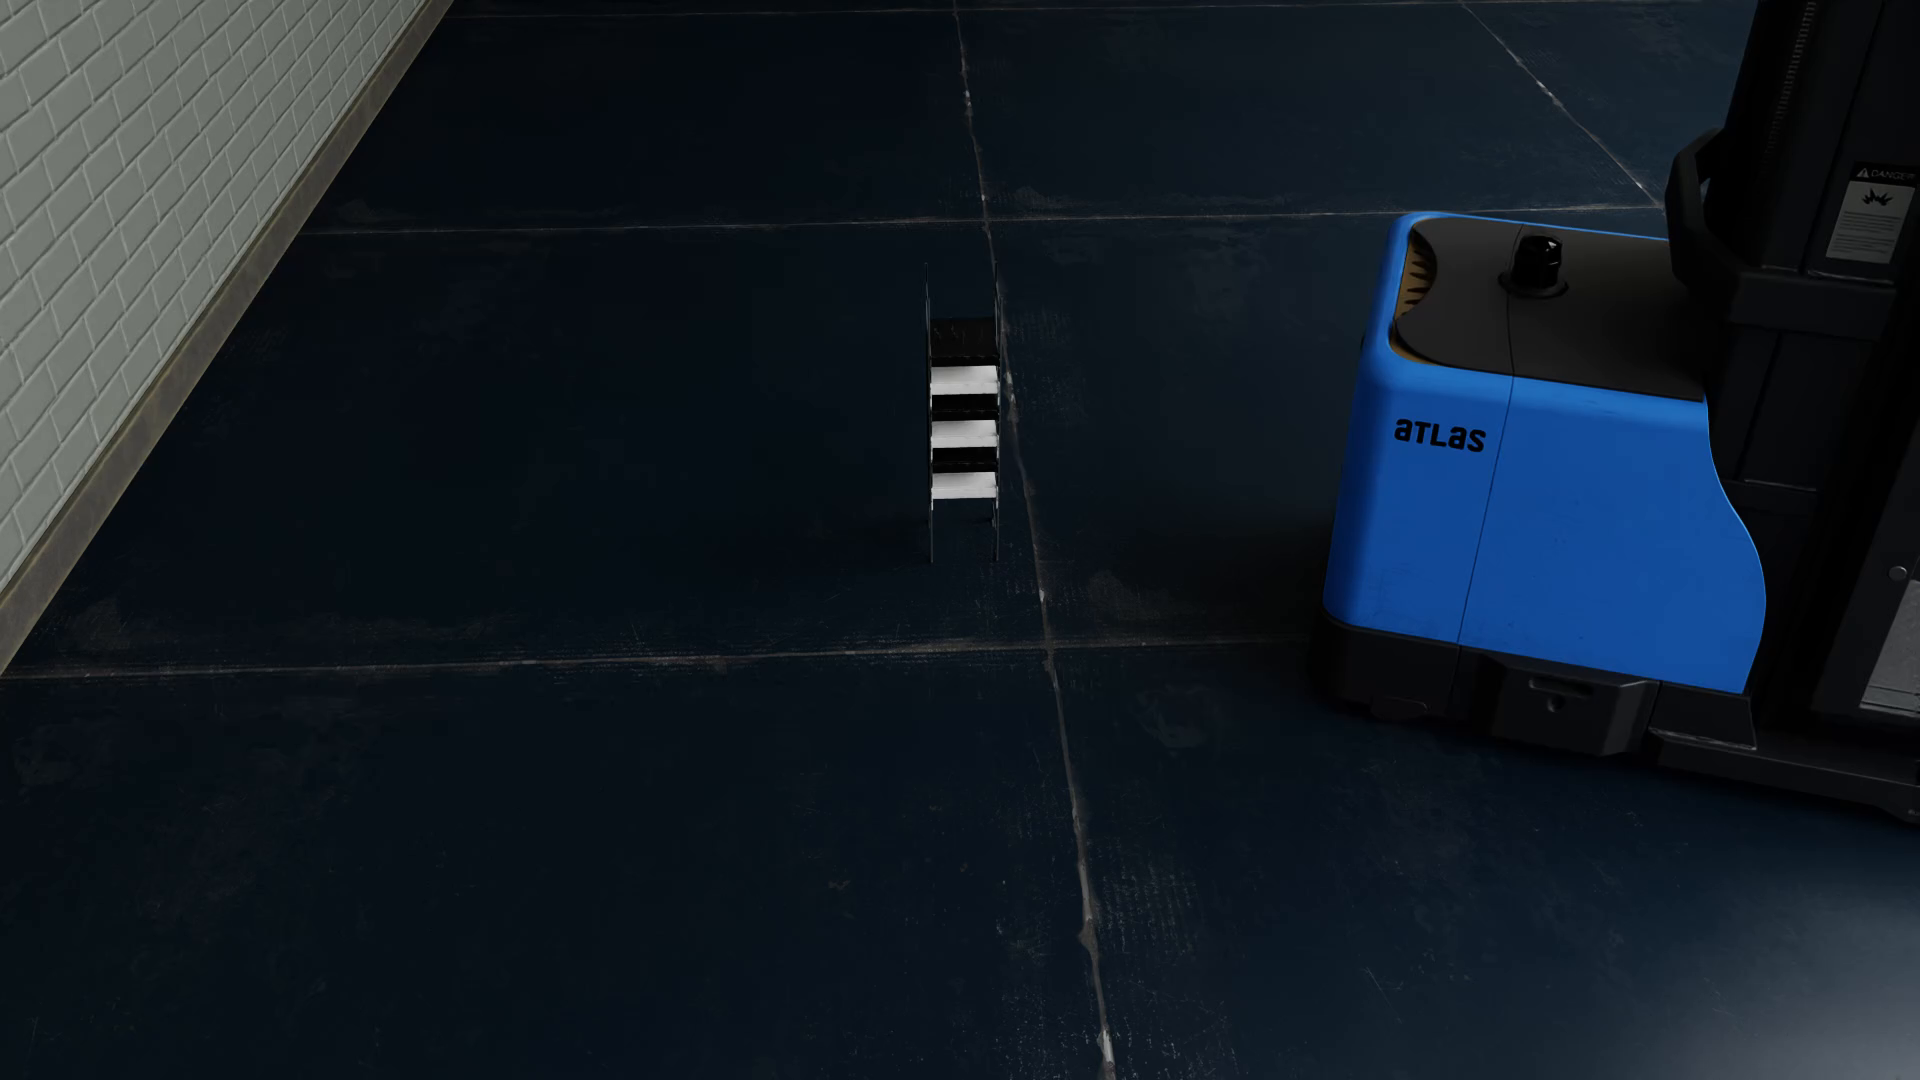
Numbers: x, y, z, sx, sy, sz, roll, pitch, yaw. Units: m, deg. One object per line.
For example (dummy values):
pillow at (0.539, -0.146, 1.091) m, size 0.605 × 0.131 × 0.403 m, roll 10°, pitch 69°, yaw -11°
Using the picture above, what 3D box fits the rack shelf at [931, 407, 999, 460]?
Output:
rack shelf at (0.008, -0.343, 5.013) m, size 0.200 × 0.077 × 0.258 m, roll -2°, pitch 35°, yaw -2°

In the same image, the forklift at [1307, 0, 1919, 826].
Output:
forklift at (2.532, -0.766, 3.782) m, size 3.031 × 2.935 × 1.130 m, roll 10°, pitch 36°, yaw 14°

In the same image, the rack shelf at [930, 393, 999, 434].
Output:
rack shelf at (0.008, -0.417, 4.962) m, size 0.200 × 0.077 × 0.258 m, roll -2°, pitch 35°, yaw -2°

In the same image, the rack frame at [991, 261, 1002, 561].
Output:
rack frame at (0.110, -0.373, 4.998) m, size 0.006 × 0.900 × 0.240 m, roll -2°, pitch 35°, yaw -2°

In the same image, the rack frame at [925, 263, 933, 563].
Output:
rack frame at (-0.093, -0.368, 4.990) m, size 0.006 × 0.900 × 0.240 m, roll -2°, pitch 35°, yaw -2°

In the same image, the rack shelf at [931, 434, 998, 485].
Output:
rack shelf at (0.008, -0.269, 5.064) m, size 0.200 × 0.077 × 0.258 m, roll -2°, pitch 35°, yaw -2°

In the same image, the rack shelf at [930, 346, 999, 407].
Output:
rack shelf at (0.008, -0.491, 4.911) m, size 0.200 × 0.077 × 0.258 m, roll -2°, pitch 35°, yaw -2°

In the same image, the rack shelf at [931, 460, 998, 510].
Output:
rack shelf at (0.008, -0.195, 5.116) m, size 0.200 × 0.077 × 0.258 m, roll -2°, pitch 35°, yaw -2°

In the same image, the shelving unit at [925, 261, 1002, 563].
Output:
shelving unit at (0.008, -0.370, 4.994) m, size 0.210 × 0.900 × 0.258 m, roll -2°, pitch 35°, yaw -2°

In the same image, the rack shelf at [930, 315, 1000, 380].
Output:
rack shelf at (0.008, -0.565, 4.860) m, size 0.200 × 0.077 × 0.258 m, roll -2°, pitch 35°, yaw -2°
